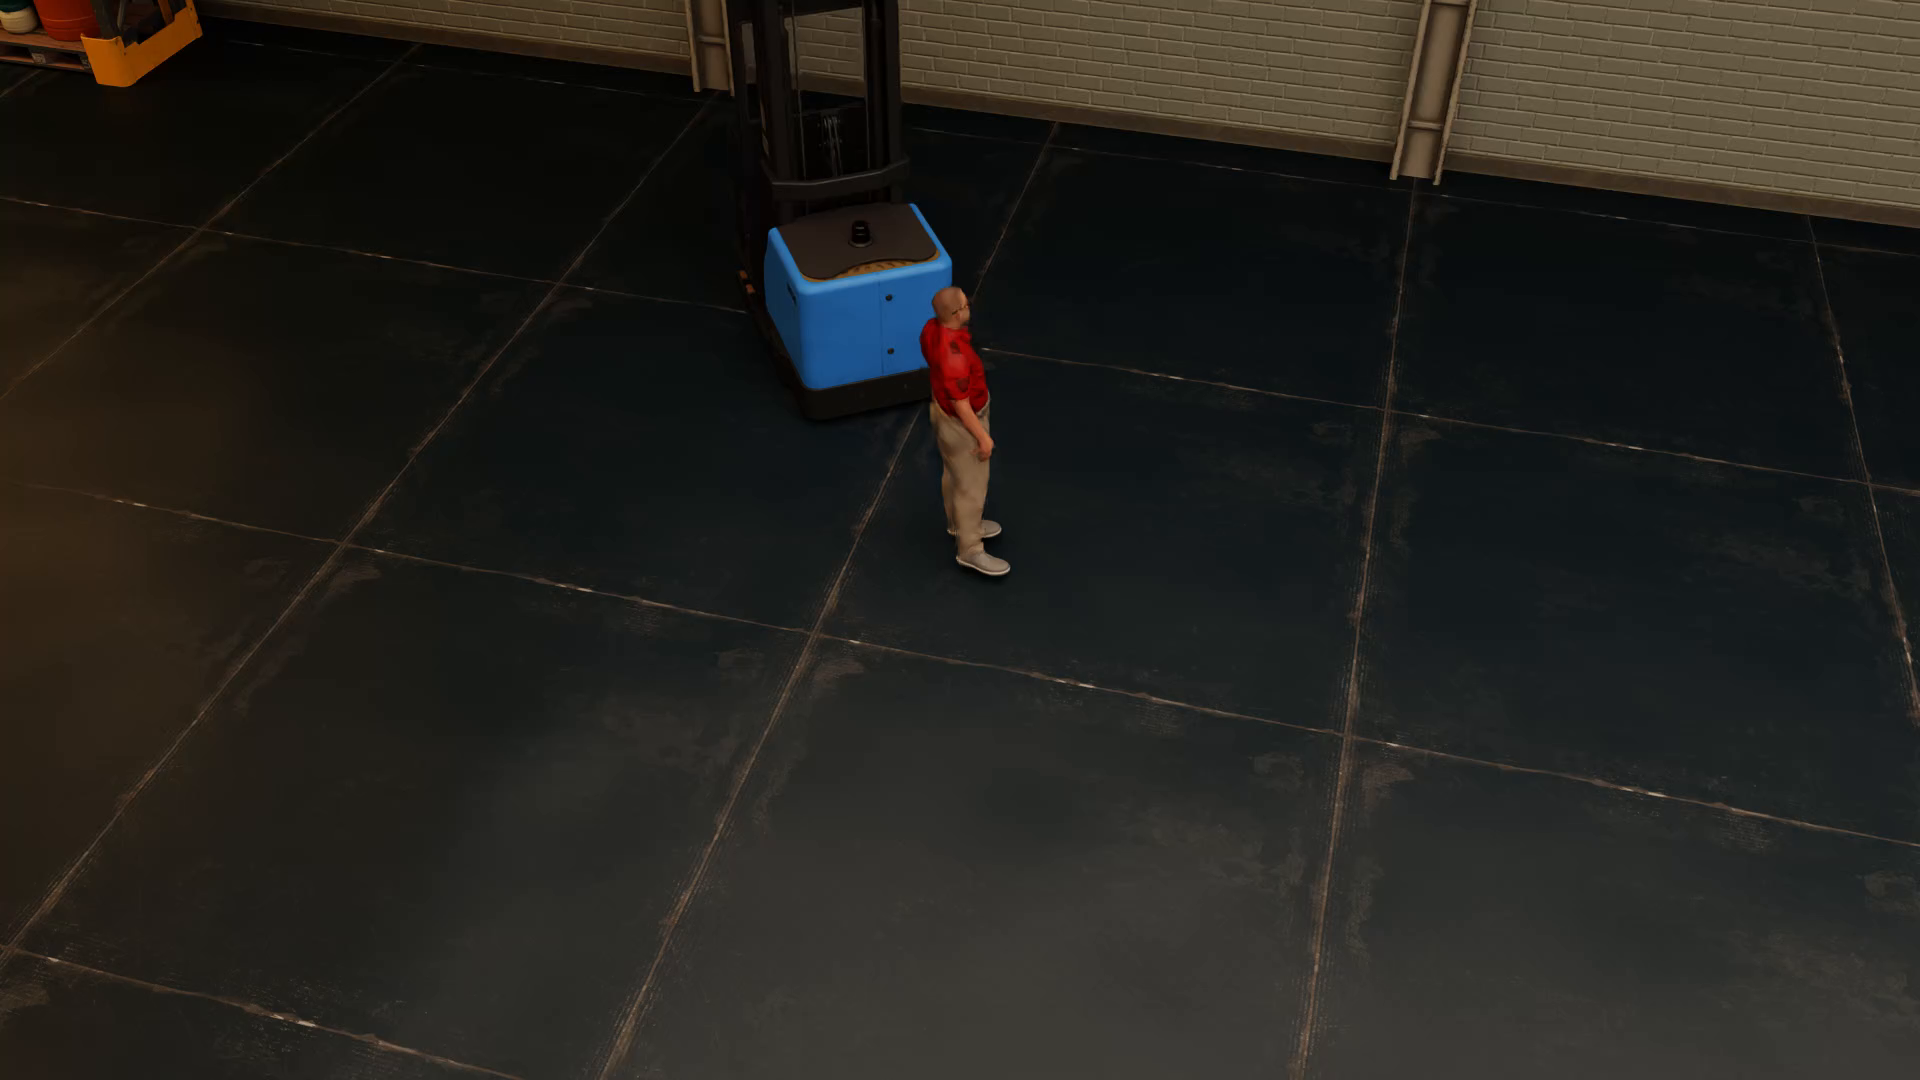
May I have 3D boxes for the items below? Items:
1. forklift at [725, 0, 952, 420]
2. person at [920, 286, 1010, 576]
[{"bbox_3d":[-1.003,-2.867,11.132,1.130,2.935,3.031,-13,43,-15],"label":"forklift"},{"bbox_3d":[0.051,-0.655,9.452,0.418,1.728,0.753,-13,43,-15],"label":"person"}]
